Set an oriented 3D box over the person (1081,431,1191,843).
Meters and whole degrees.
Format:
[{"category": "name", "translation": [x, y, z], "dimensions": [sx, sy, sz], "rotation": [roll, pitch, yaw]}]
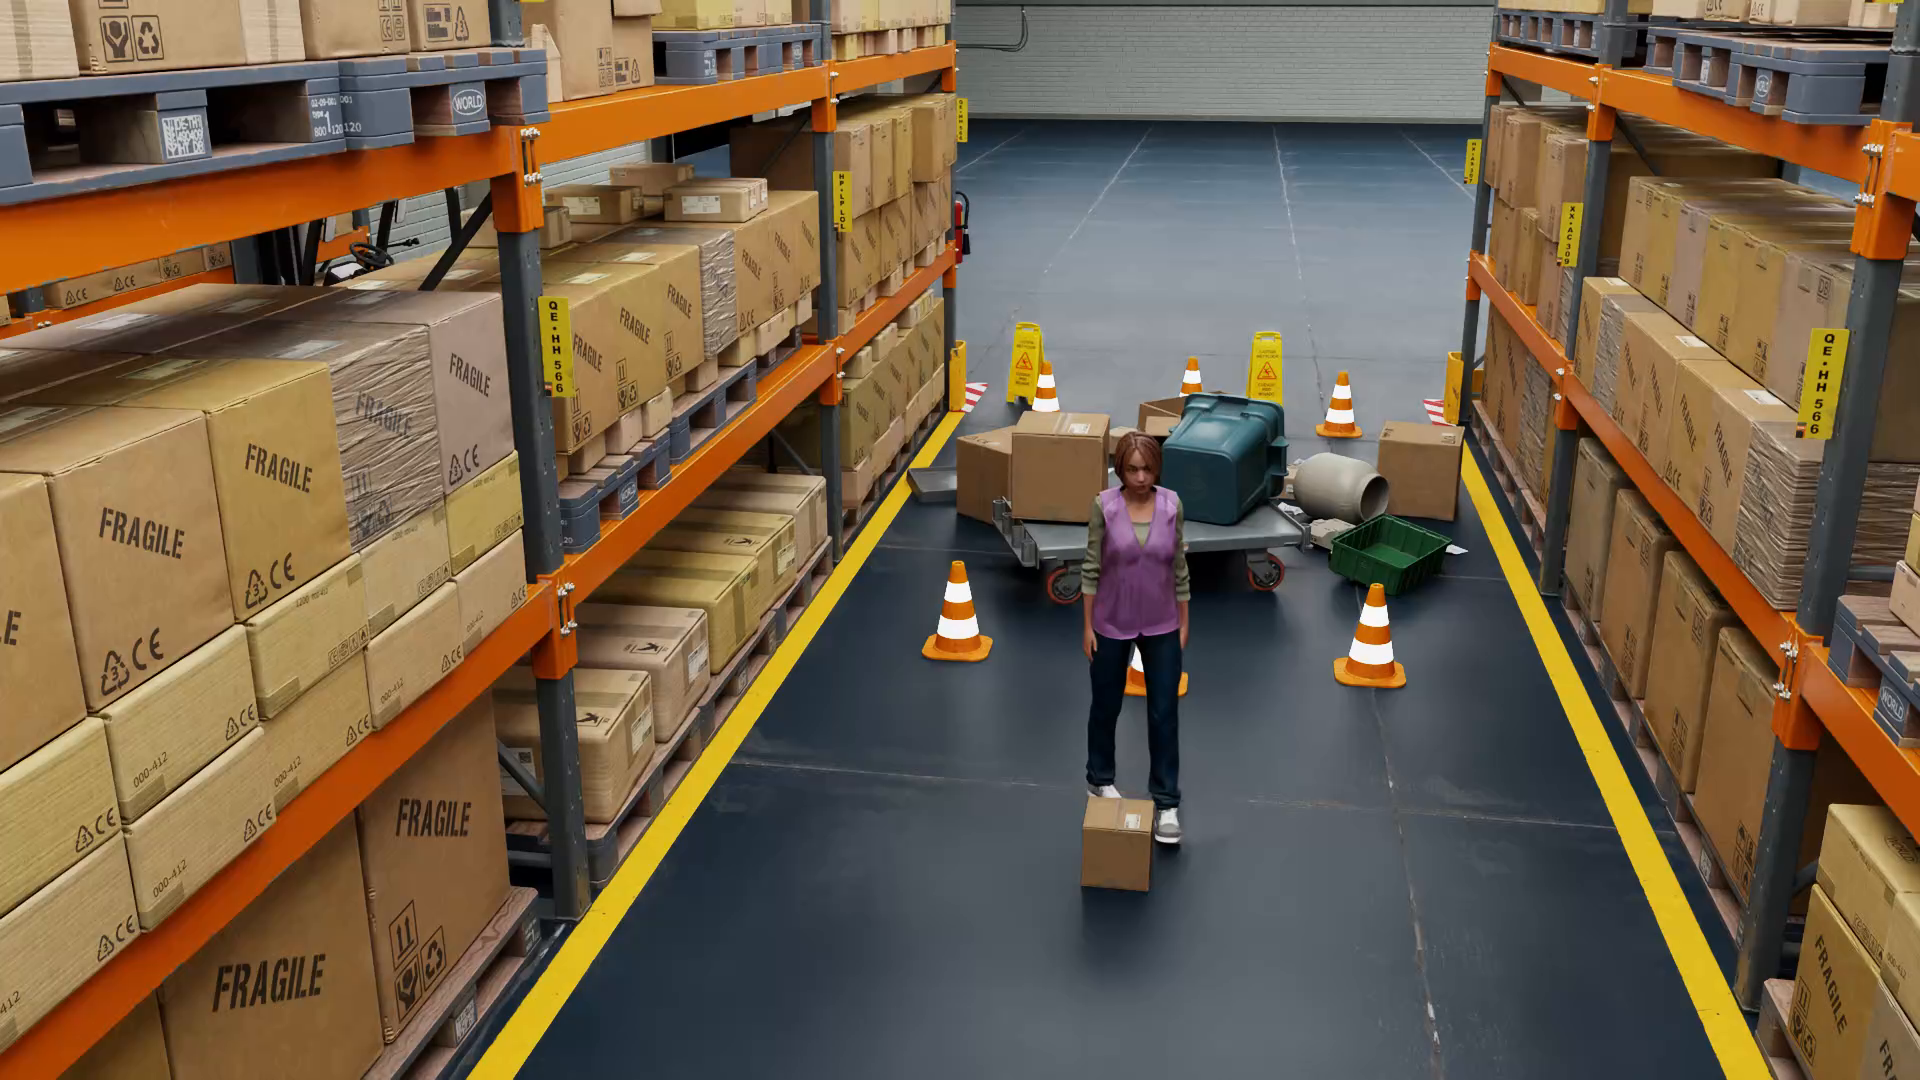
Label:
[{"category": "person", "translation": [0.690, 0.374, 6.422], "dimensions": [0.430, 1.598, 0.539], "rotation": [-1, 18, -3]}]
